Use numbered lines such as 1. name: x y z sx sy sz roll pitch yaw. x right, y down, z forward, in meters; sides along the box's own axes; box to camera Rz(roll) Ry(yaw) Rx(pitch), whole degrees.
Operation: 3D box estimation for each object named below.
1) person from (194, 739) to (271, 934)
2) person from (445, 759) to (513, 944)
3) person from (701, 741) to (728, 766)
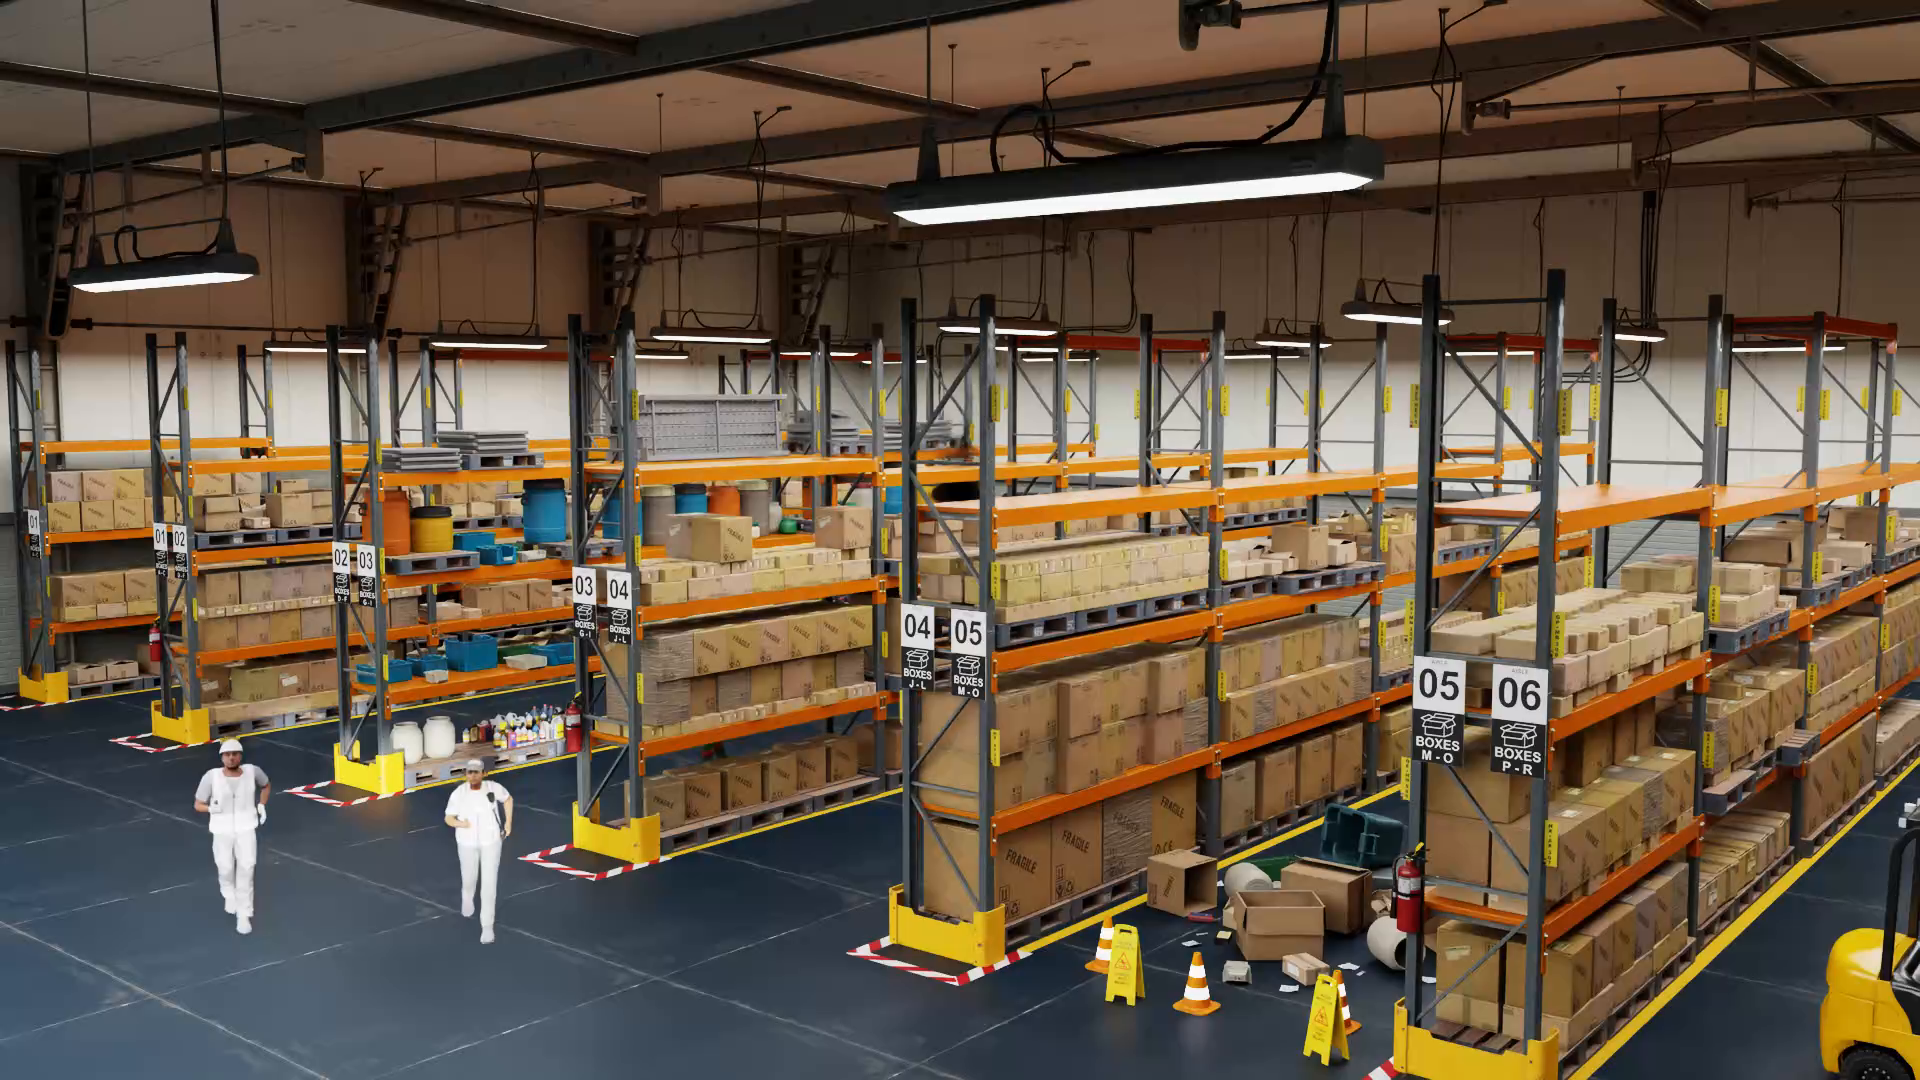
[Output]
1. person: -6.986 2.802 16.002 0.683 1.779 0.929 -2 6 -23
2. person: -4.595 2.913 15.921 0.614 1.706 0.922 -1 5 -12
3. person: -3.321 2.268 22.115 0.654 1.834 0.855 3 6 31
